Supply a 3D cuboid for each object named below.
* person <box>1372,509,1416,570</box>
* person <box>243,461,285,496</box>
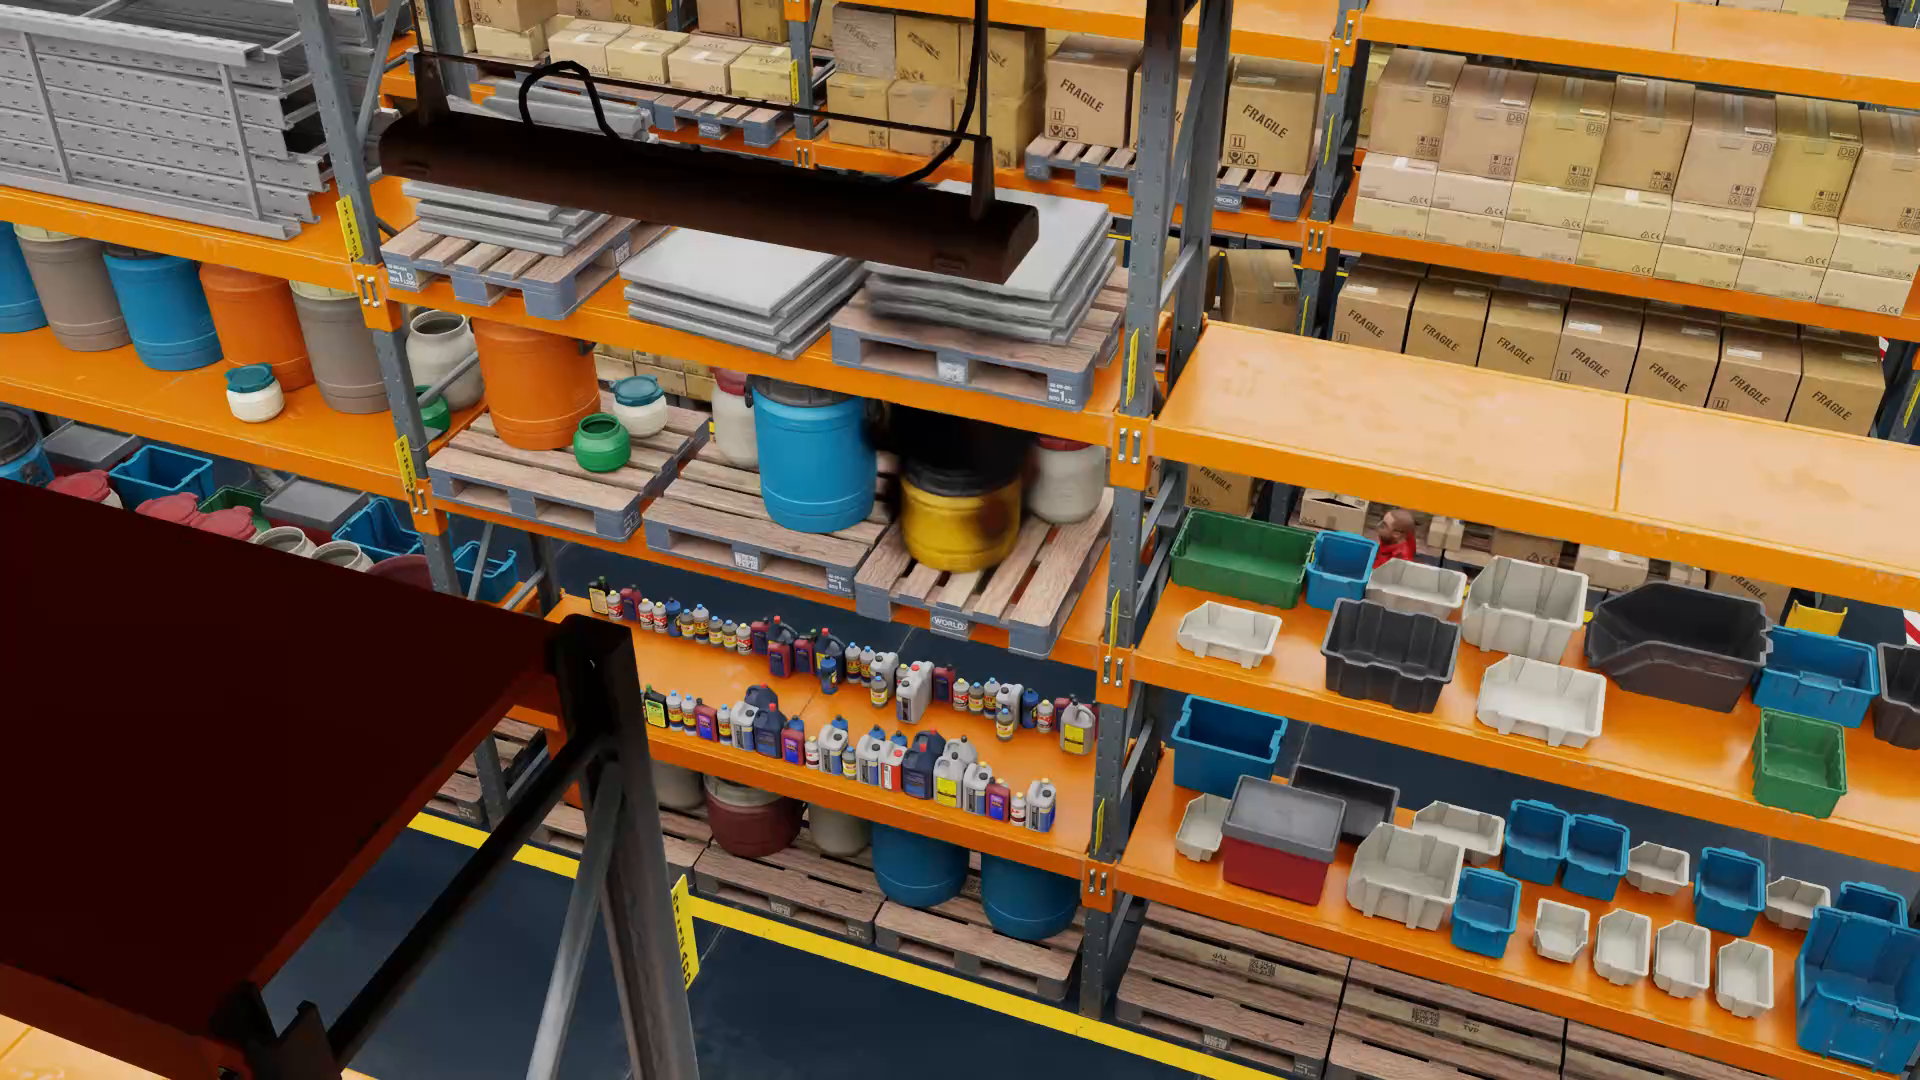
[{"bbox_3d":[2.953,0.496,11.335,0.633,1.680,0.655,7,37,9],"label":"person"},{"bbox_3d":[-5.517,-0.812,13.087,0.637,1.749,0.595,9,37,12],"label":"person"}]
